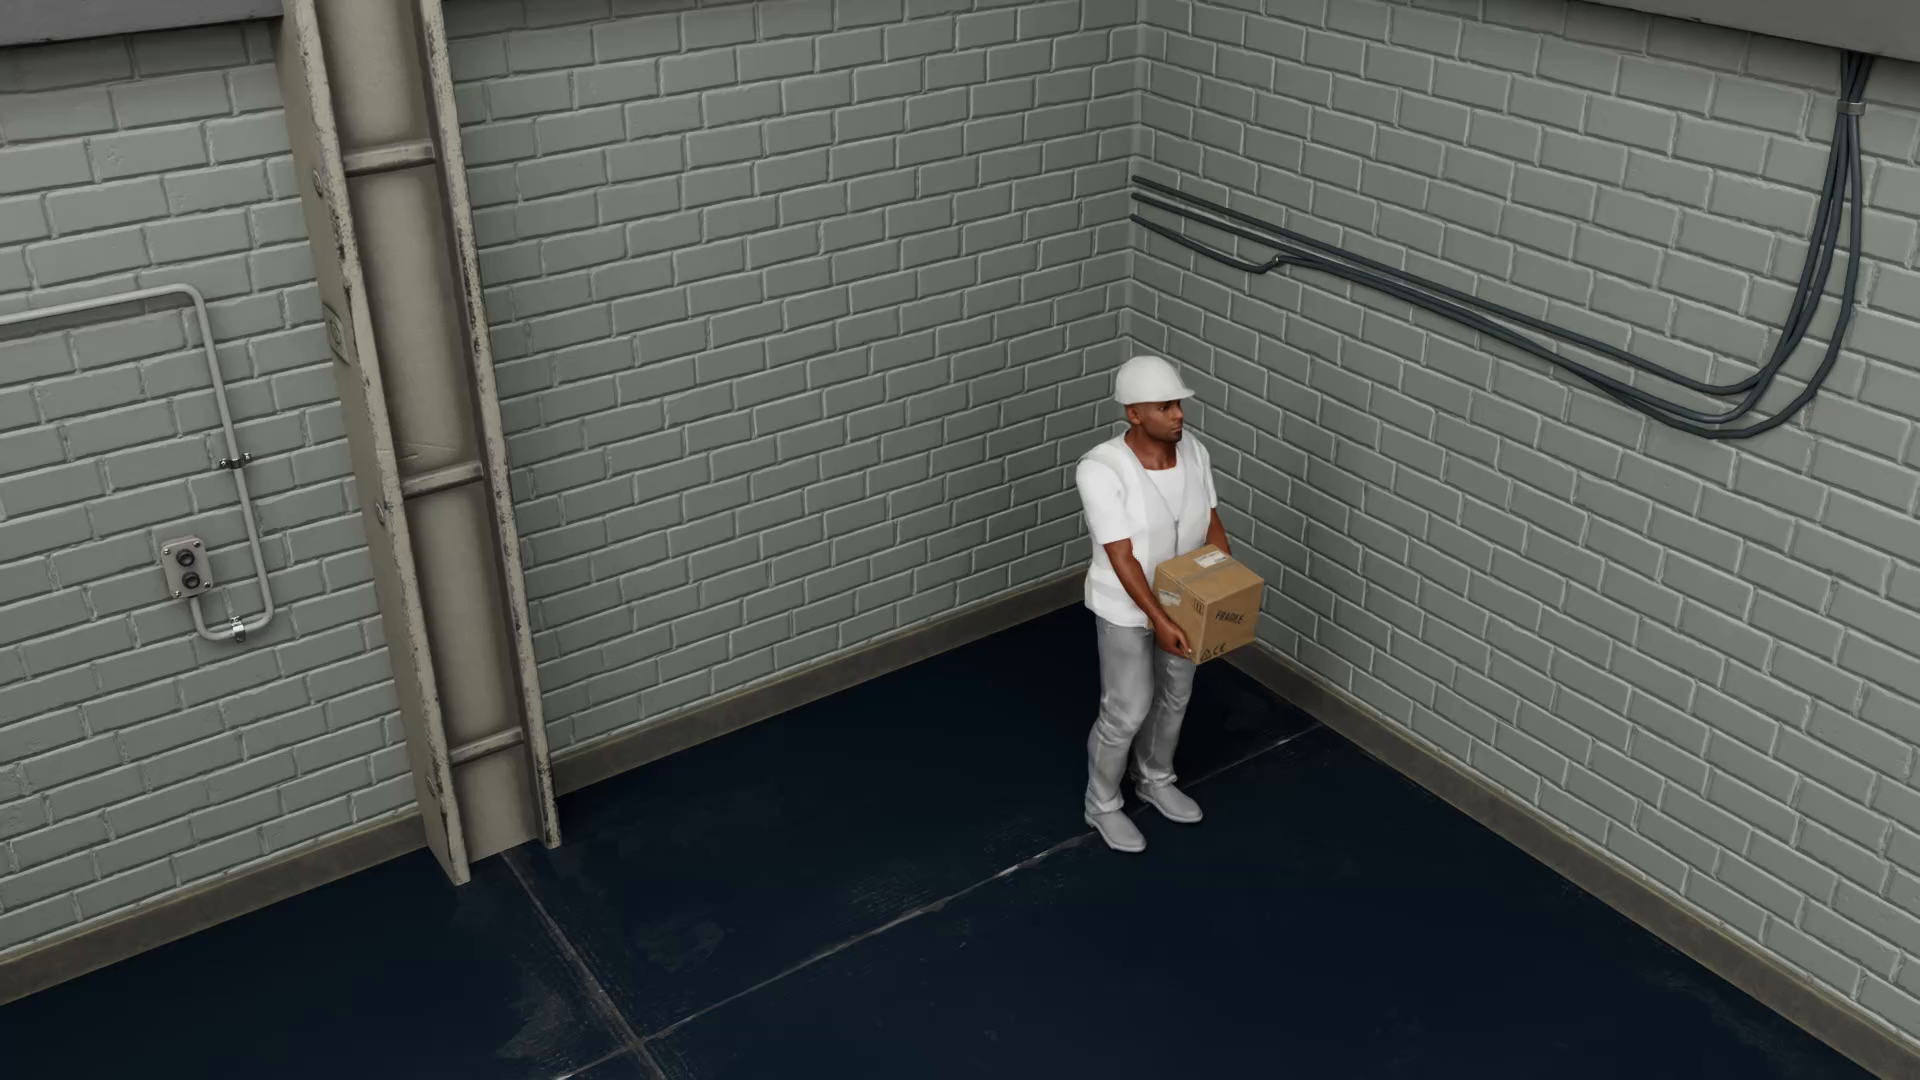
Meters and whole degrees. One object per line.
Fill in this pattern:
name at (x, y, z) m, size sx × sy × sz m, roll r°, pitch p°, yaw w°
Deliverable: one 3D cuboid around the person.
person at (0.698, 0.255, 5.628) m, size 0.510 × 1.767 × 0.575 m, roll -19°, pitch 34°, yaw -31°
